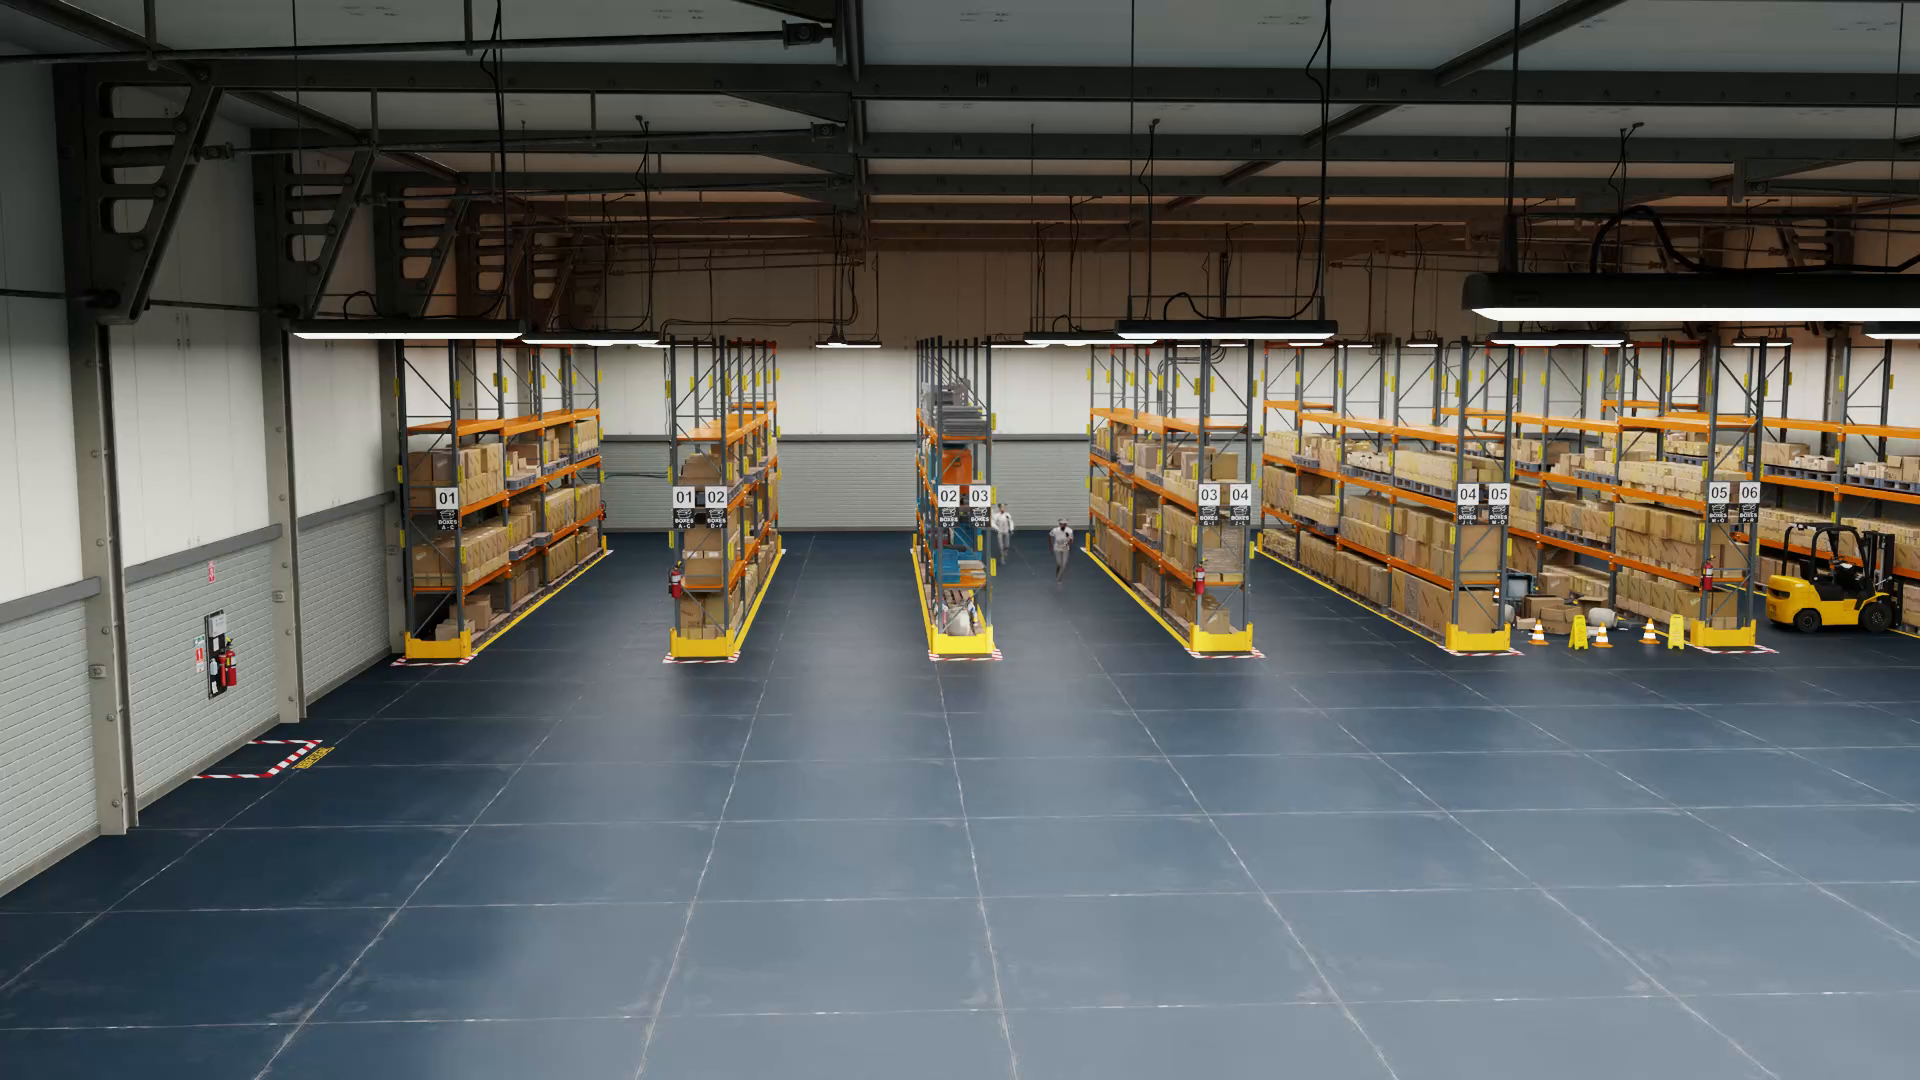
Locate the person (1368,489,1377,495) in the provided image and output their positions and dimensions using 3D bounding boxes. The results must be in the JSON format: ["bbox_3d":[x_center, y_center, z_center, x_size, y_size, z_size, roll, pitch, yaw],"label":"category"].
[{"bbox_3d":[12.298,-0.757,49.272,1.028,1.775,0.684,0,7,-4],"label":"person"}]

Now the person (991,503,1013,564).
[{"bbox_3d":[1.154,-0.193,44.974,0.616,1.659,0.554,-1,7,-7],"label":"person"}]

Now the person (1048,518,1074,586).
[{"bbox_3d":[2.348,0.279,38.491,0.562,1.616,0.678,-1,7,-8],"label":"person"}]
